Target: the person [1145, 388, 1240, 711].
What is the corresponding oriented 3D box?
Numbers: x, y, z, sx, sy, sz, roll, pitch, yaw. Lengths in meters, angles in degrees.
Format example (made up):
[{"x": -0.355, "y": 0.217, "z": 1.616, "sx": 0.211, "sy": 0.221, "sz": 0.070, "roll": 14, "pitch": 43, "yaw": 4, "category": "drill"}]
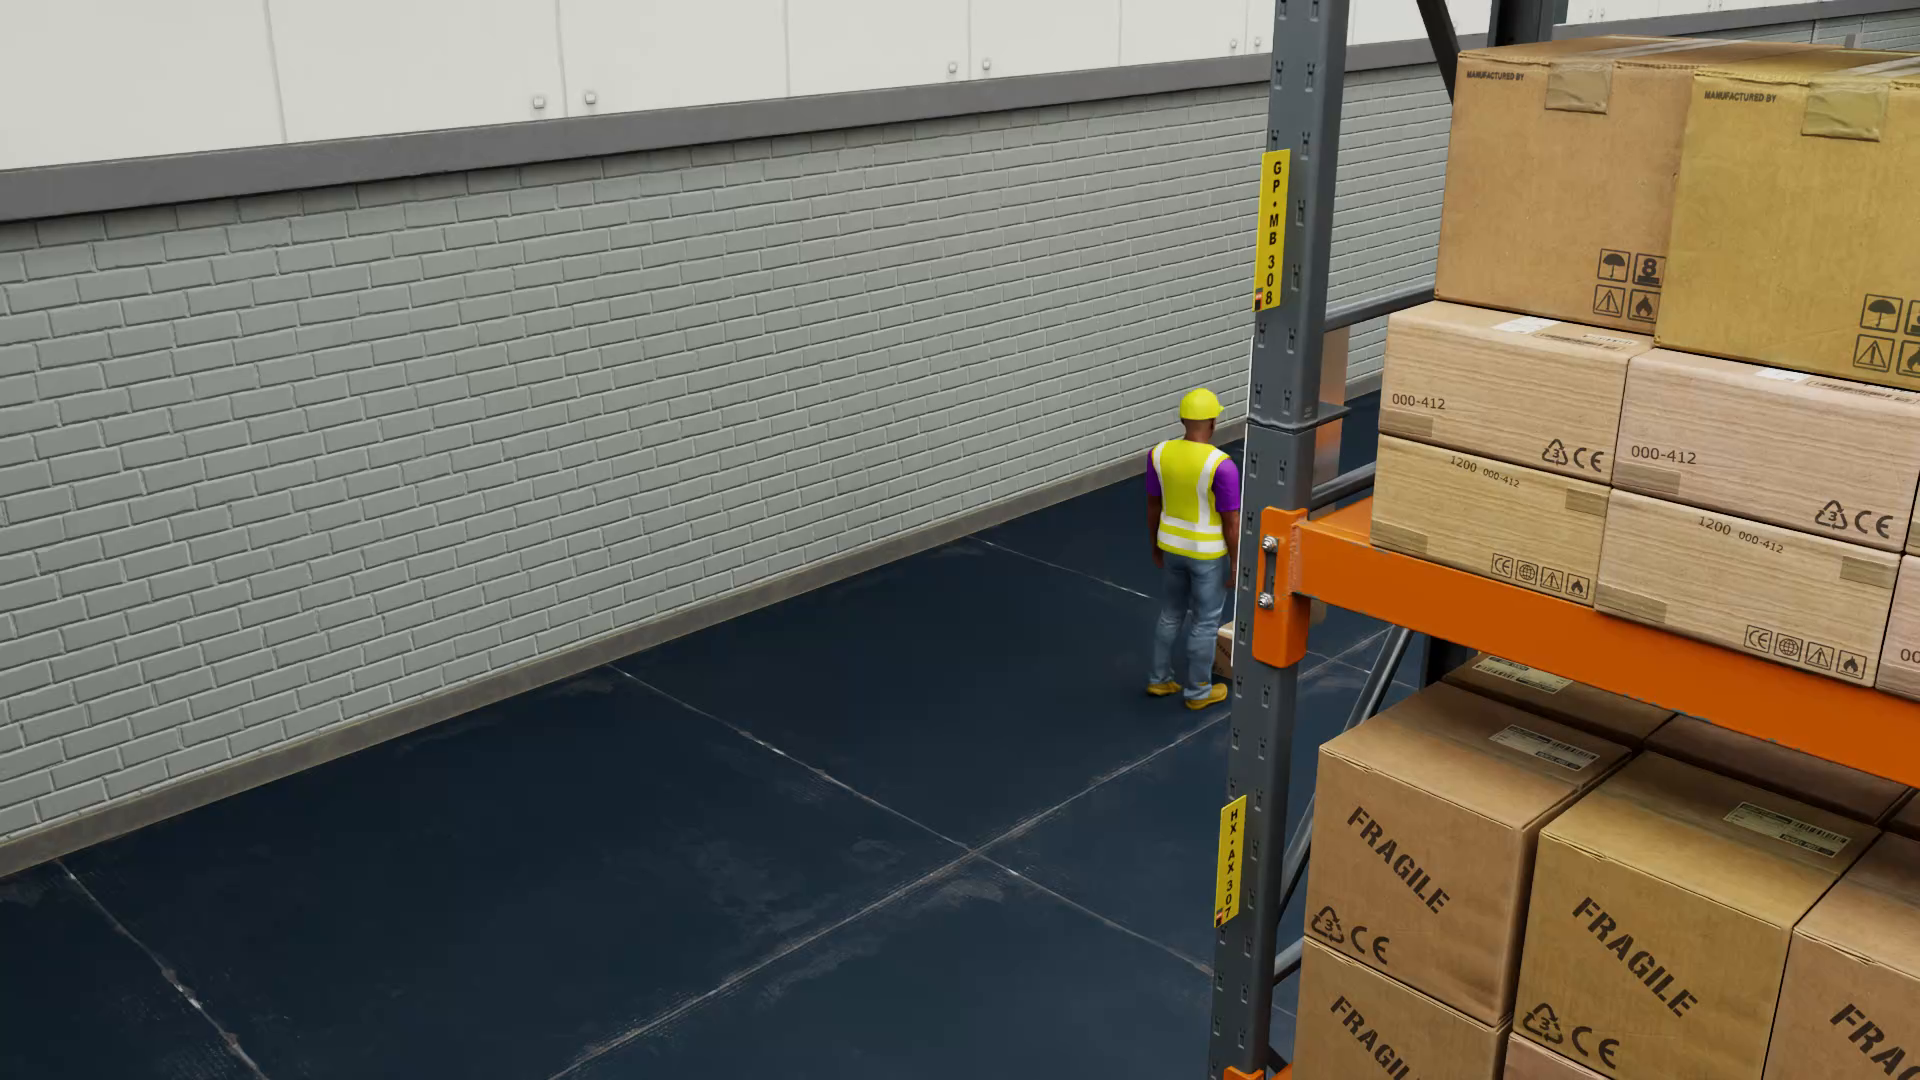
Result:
[{"x": 1.268, "y": 0.068, "z": 8.926, "sx": 0.575, "sy": 1.815, "sz": 0.367, "roll": 18, "pitch": 27, "yaw": 40, "category": "person"}]
